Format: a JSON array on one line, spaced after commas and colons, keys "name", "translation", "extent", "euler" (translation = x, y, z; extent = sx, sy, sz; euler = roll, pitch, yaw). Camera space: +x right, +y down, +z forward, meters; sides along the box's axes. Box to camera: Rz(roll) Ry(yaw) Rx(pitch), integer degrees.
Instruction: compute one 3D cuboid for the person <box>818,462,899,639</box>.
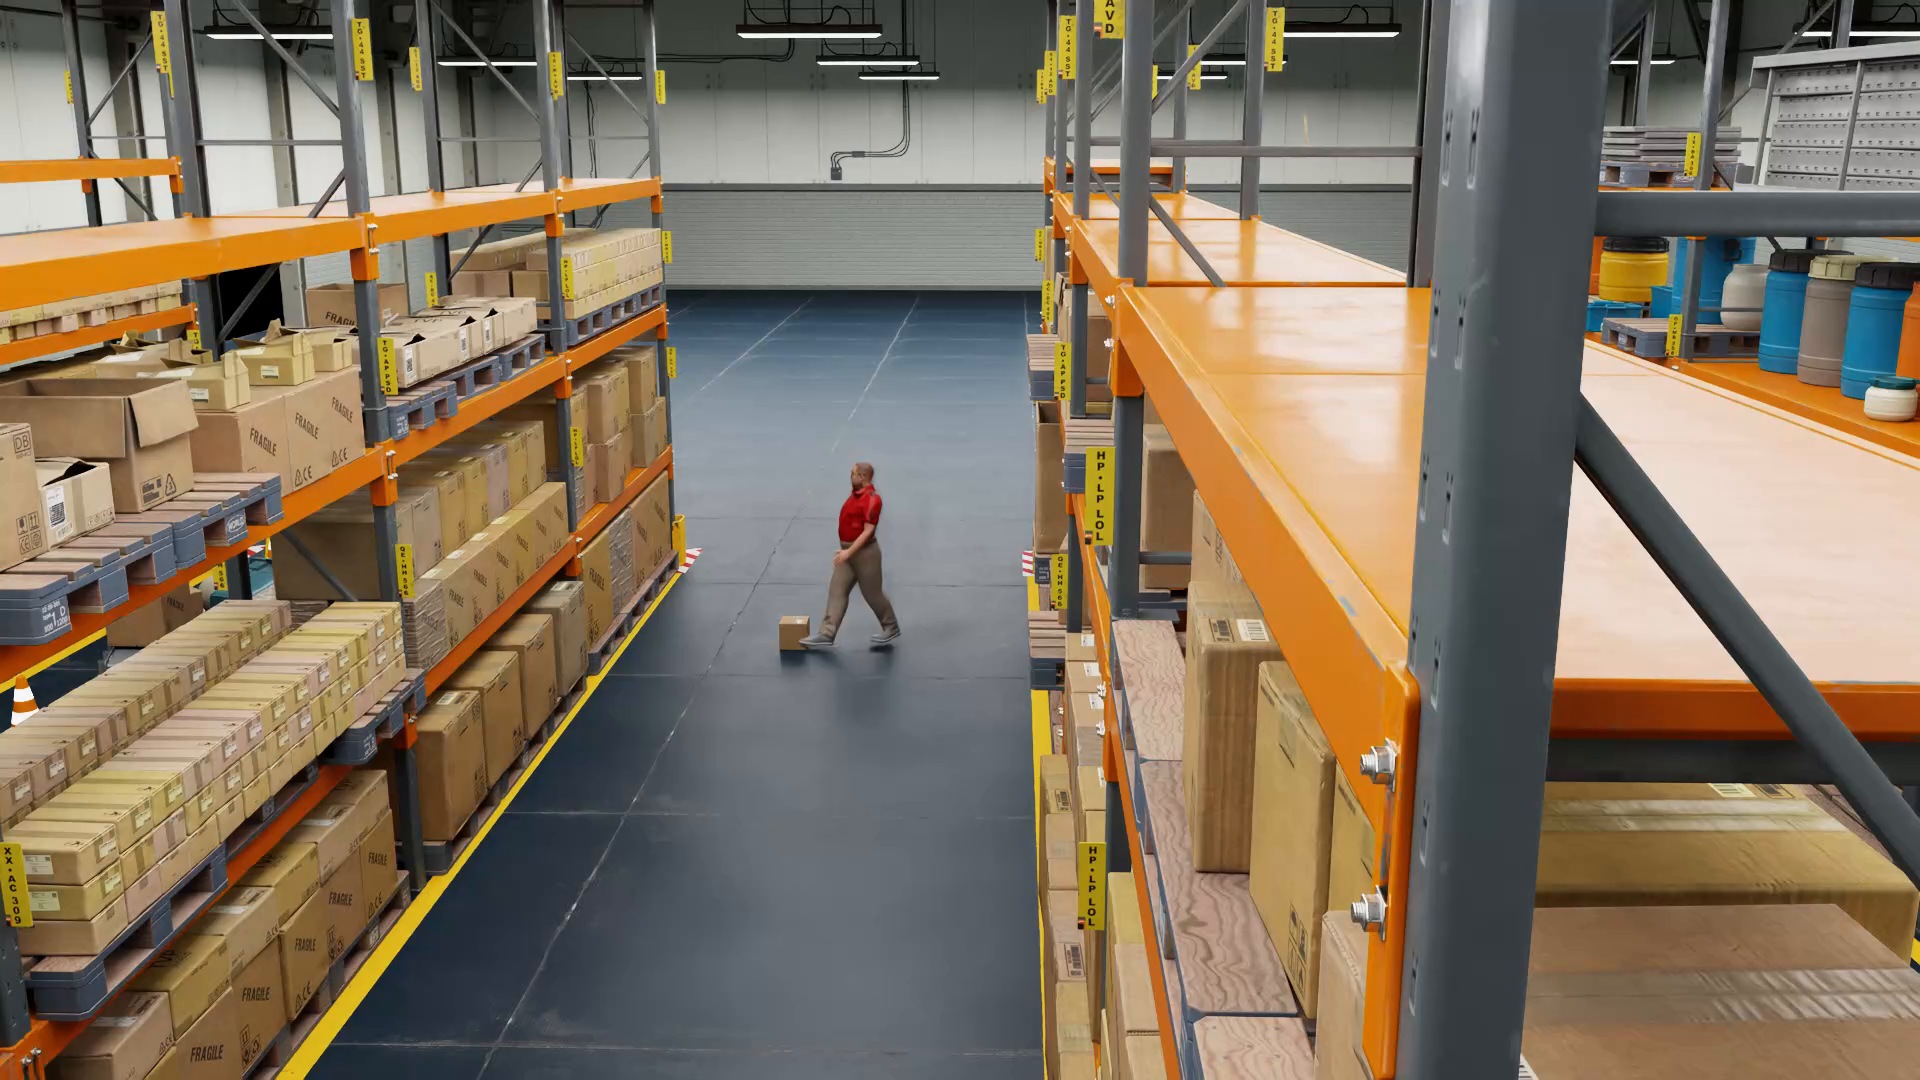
[{"name": "person", "translation": [-0.914, 0.102, 15.012], "extent": [0.748, 1.623, 0.586], "euler": [-7, 16, -28]}]
